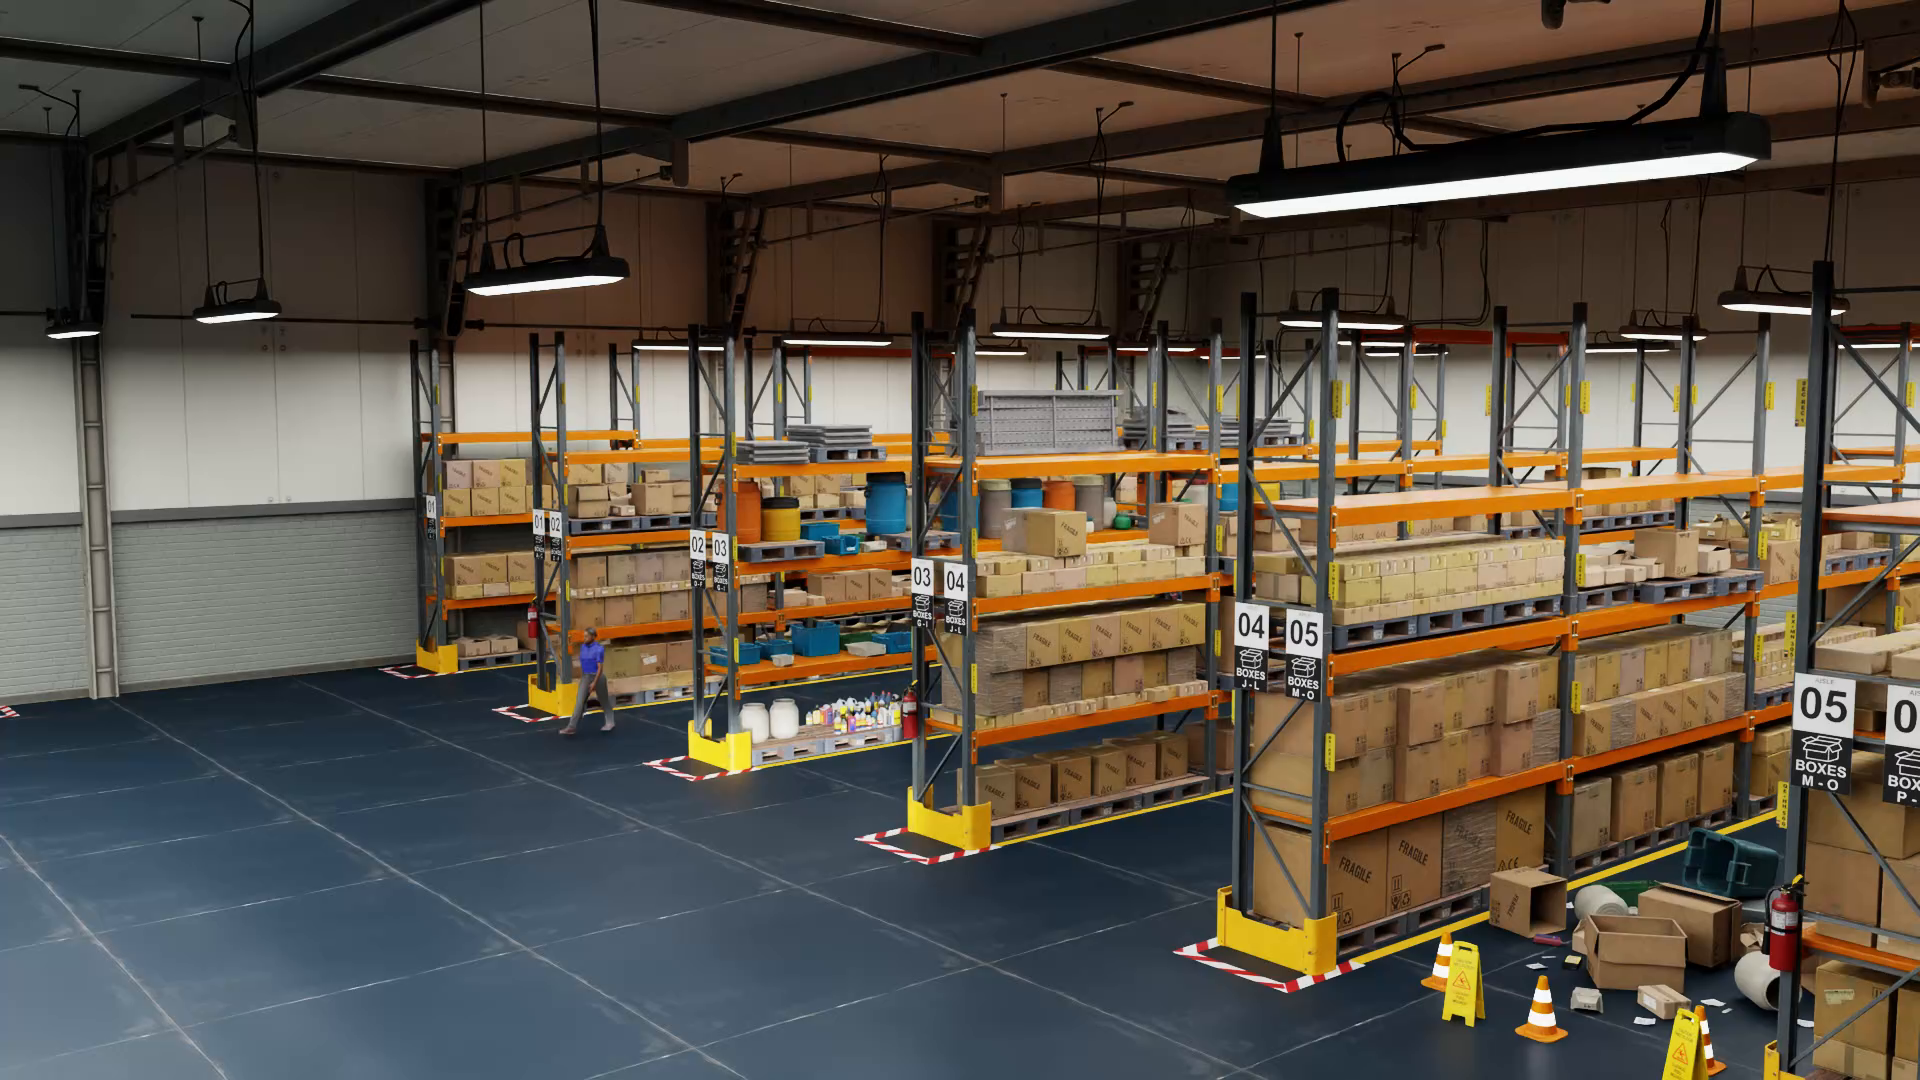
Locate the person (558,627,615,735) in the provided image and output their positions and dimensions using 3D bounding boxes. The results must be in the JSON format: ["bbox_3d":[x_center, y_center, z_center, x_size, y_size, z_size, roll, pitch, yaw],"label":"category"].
[{"bbox_3d":[-5.475,2.082,24.523,0.477,1.581,1.037,2,6,19],"label":"person"}]
